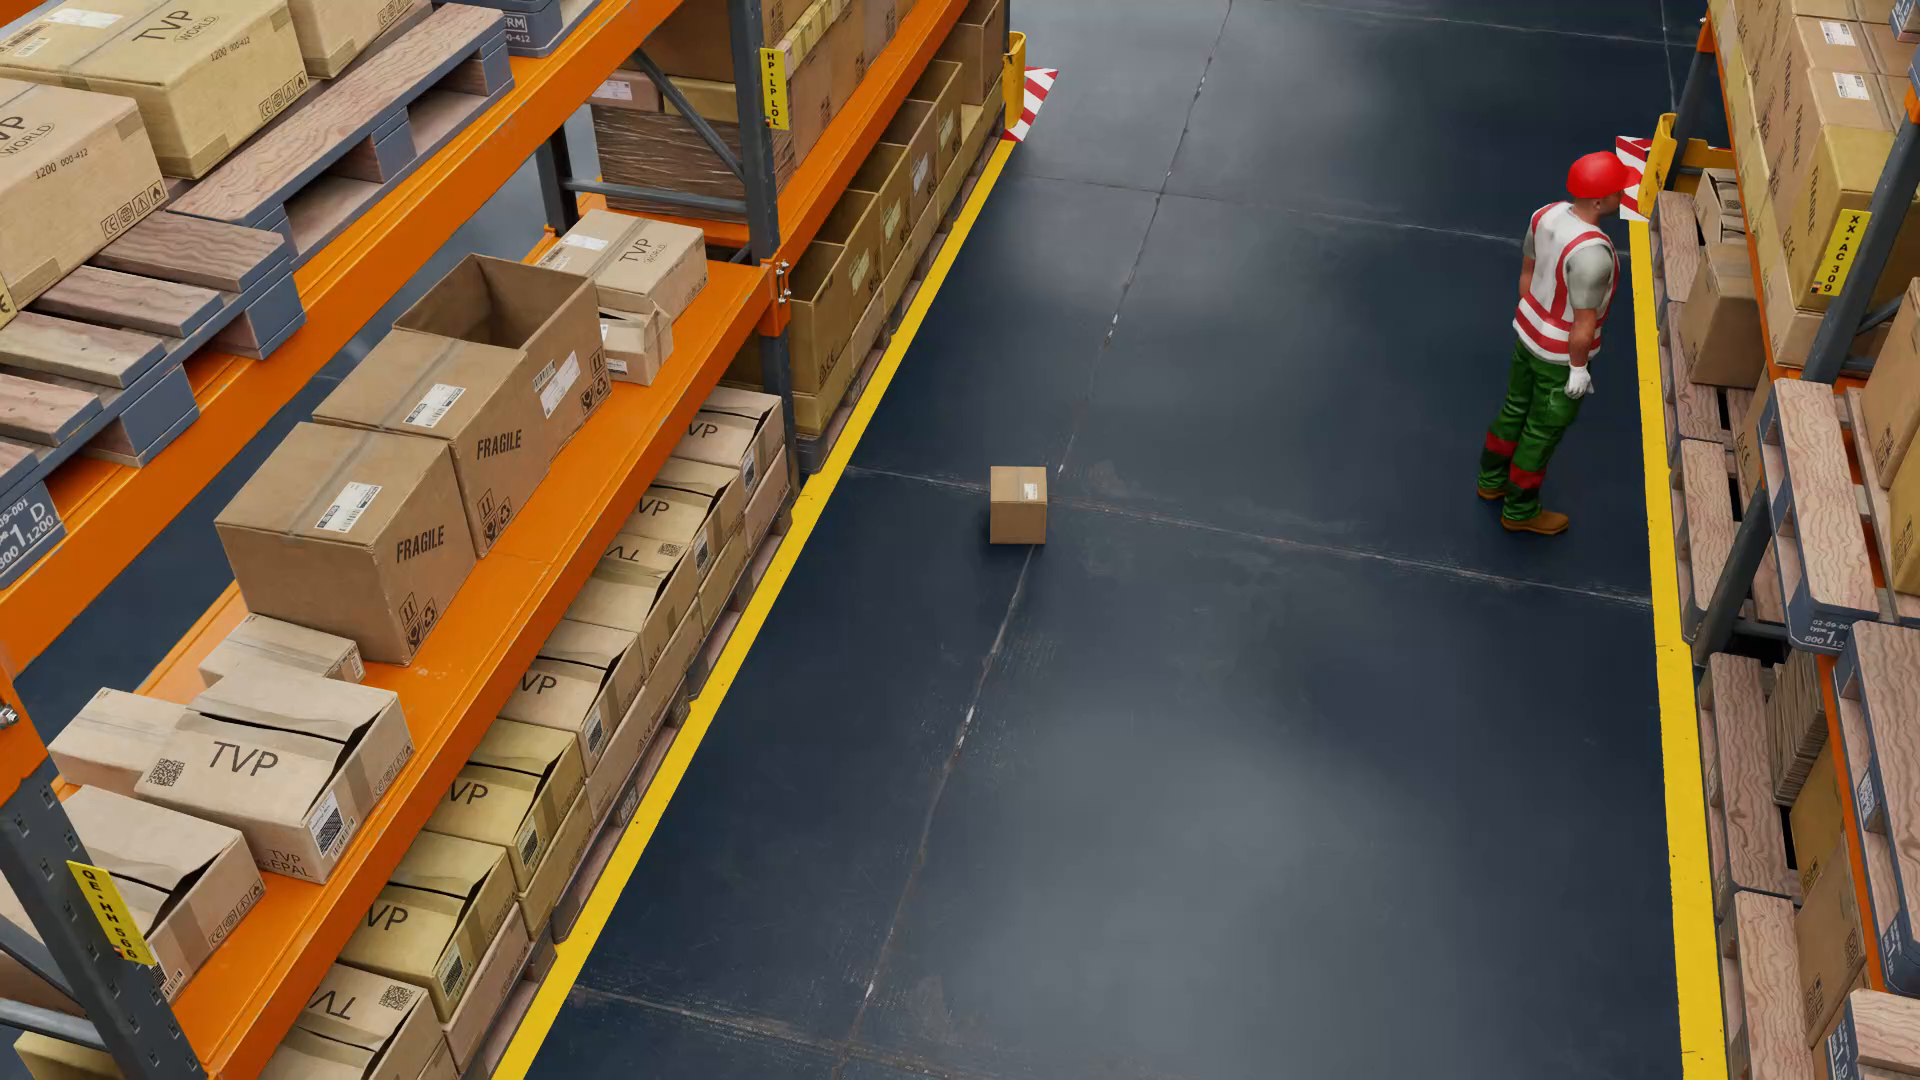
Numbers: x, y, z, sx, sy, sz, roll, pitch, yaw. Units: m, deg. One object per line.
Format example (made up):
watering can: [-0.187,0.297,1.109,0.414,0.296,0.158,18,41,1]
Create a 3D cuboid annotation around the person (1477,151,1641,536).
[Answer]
person: [2.560,-0.843,7.115,0.349,1.795,0.544,-7,41,-8]
